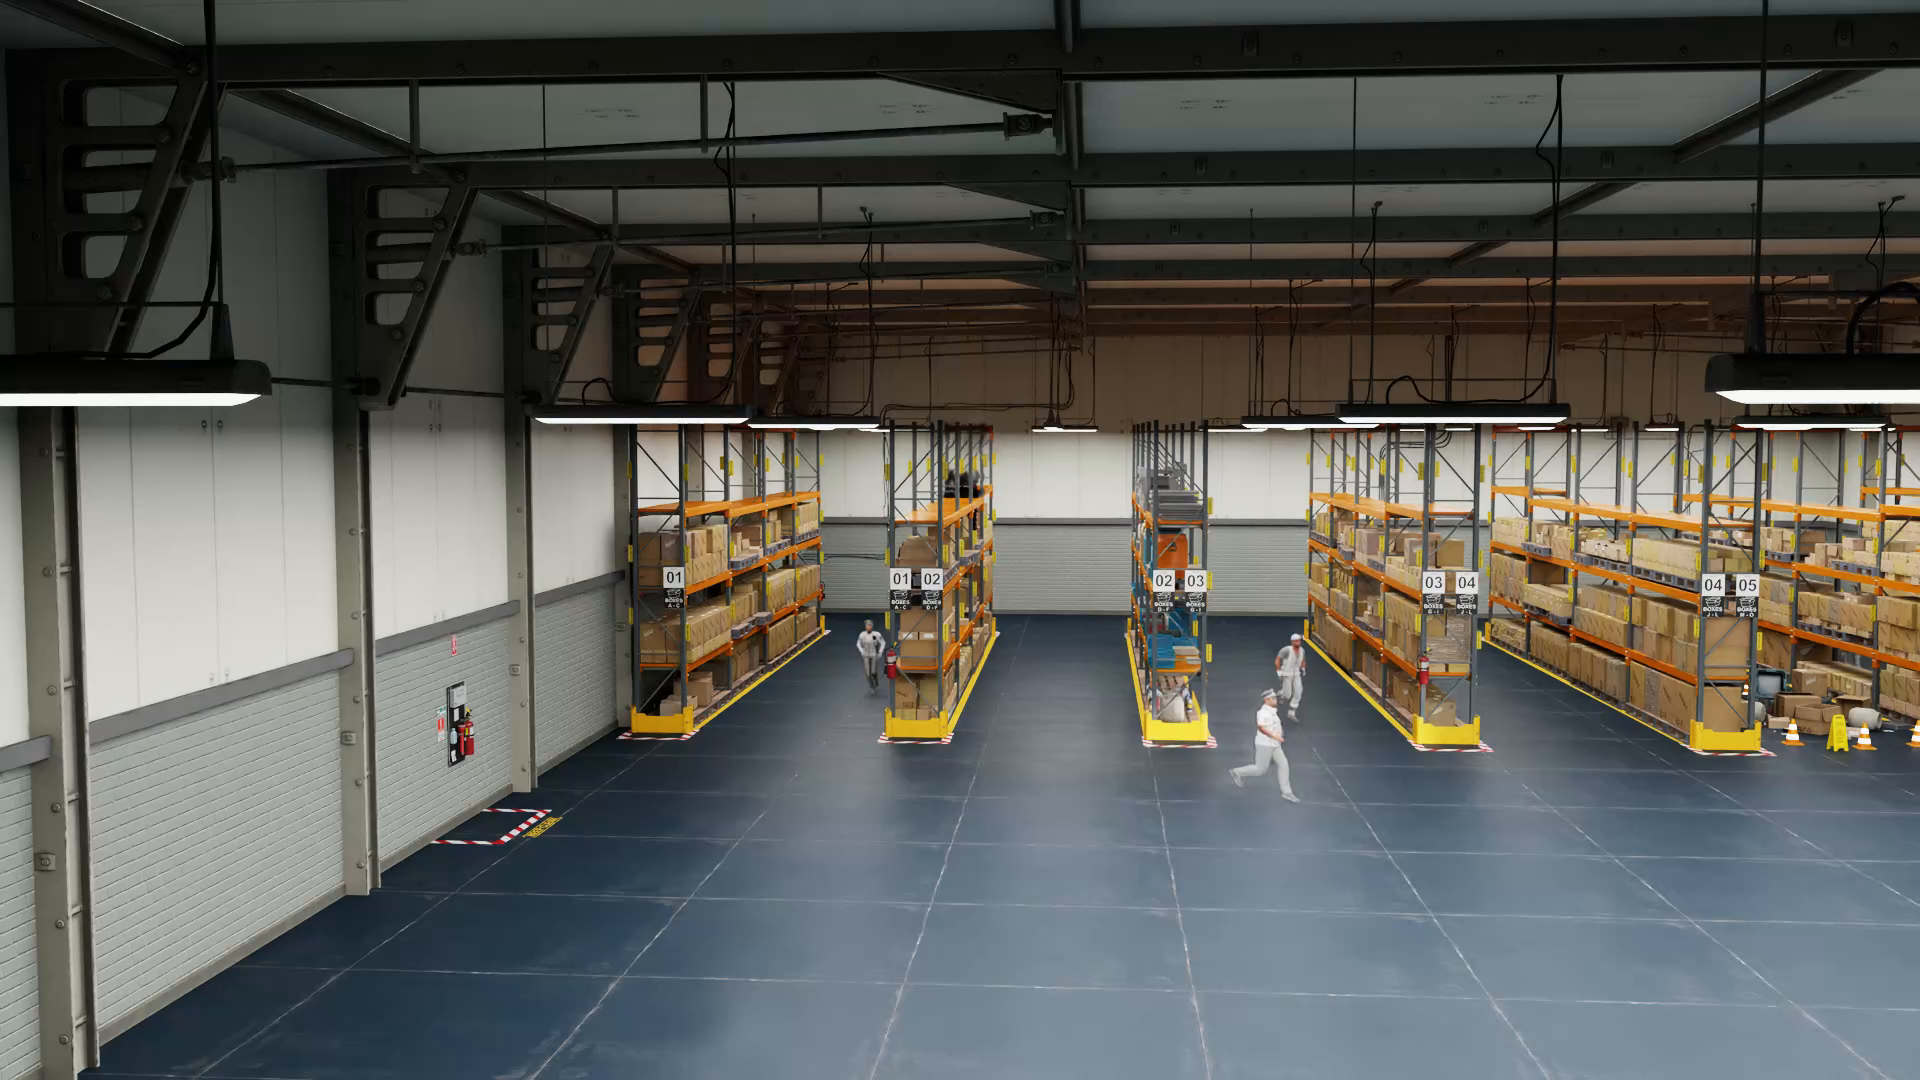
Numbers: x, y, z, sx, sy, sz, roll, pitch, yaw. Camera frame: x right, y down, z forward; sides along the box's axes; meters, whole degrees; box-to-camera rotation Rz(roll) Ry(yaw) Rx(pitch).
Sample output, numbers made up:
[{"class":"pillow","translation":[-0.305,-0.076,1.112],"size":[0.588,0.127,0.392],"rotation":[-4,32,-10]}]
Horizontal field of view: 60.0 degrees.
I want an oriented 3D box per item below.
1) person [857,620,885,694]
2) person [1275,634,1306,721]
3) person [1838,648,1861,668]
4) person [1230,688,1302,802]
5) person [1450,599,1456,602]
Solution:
[{"class":"person","translation":[-1.985,2.579,36.802],"size":[0.628,1.649,0.532],"rotation":[0,4,7]},{"class":"person","translation":[6.665,2.748,33.598],"size":[0.674,1.749,0.790],"rotation":[-1,4,-18]},{"class":"person","translation":[21.144,2.332,39.476],"size":[0.641,1.820,0.740],"rotation":[0,4,2]},{"class":"person","translation":[4.798,3.213,26.069],"size":[1.110,1.792,0.633],"rotation":[2,4,28]},{"class":"person","translation":[13.809,1.897,47.243],"size":[0.673,1.708,0.768],"rotation":[-1,4,-18]}]
